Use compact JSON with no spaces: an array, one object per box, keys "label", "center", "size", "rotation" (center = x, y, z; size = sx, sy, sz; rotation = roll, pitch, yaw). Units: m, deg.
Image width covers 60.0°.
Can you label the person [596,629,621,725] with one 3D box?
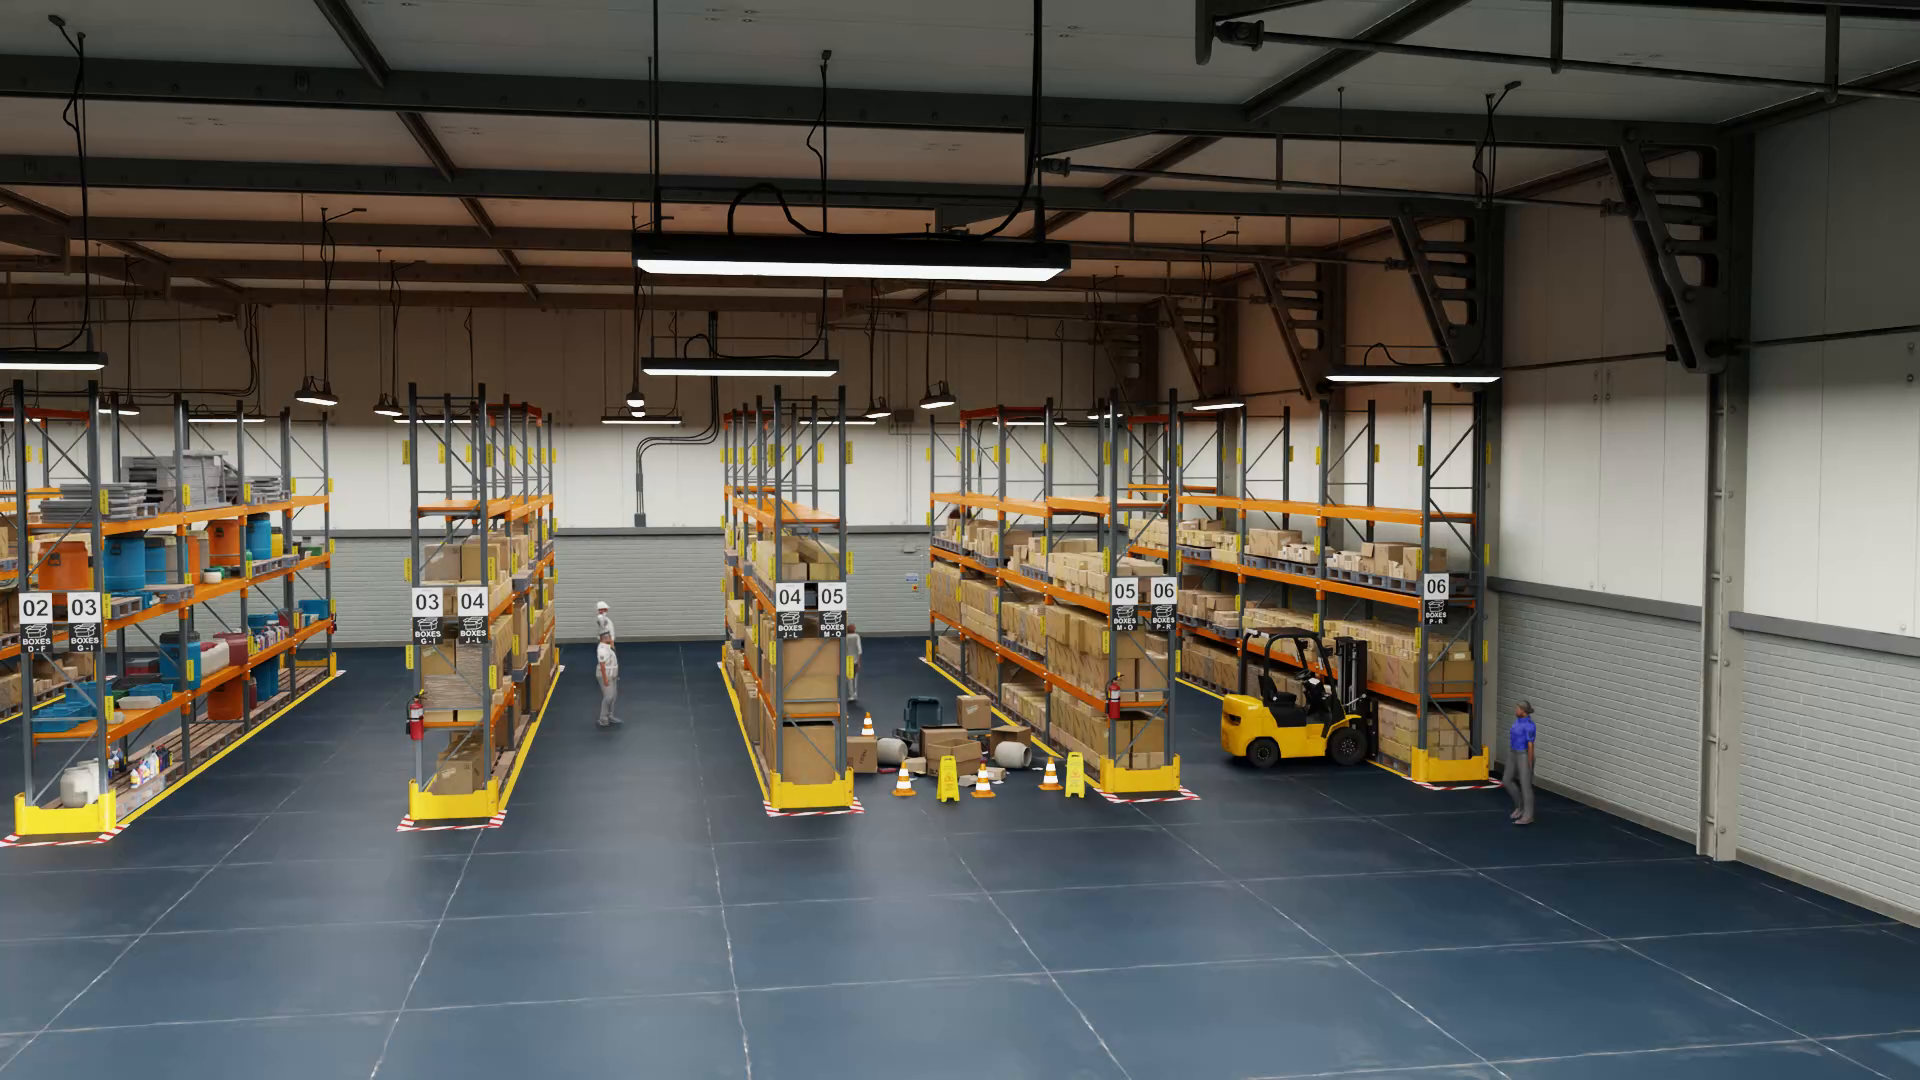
[{"label":"person","center":[-6.590,2.592,31.154],"size":[0.434,1.853,0.614],"rotation":[0,3,6]}]

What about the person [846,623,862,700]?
[{"label":"person","center":[-2.221,2.486,33.877],"size":[0.393,1.630,0.602],"rotation":[-1,3,-15]}]

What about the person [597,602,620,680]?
[{"label":"person","center":[-7.814,2.245,36.896],"size":[0.500,1.758,0.612],"rotation":[-1,3,-27]}]

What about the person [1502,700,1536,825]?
[{"label":"person","center":[7.674,3.019,22.713],"size":[0.407,1.684,0.501],"rotation":[-1,3,-14]}]
